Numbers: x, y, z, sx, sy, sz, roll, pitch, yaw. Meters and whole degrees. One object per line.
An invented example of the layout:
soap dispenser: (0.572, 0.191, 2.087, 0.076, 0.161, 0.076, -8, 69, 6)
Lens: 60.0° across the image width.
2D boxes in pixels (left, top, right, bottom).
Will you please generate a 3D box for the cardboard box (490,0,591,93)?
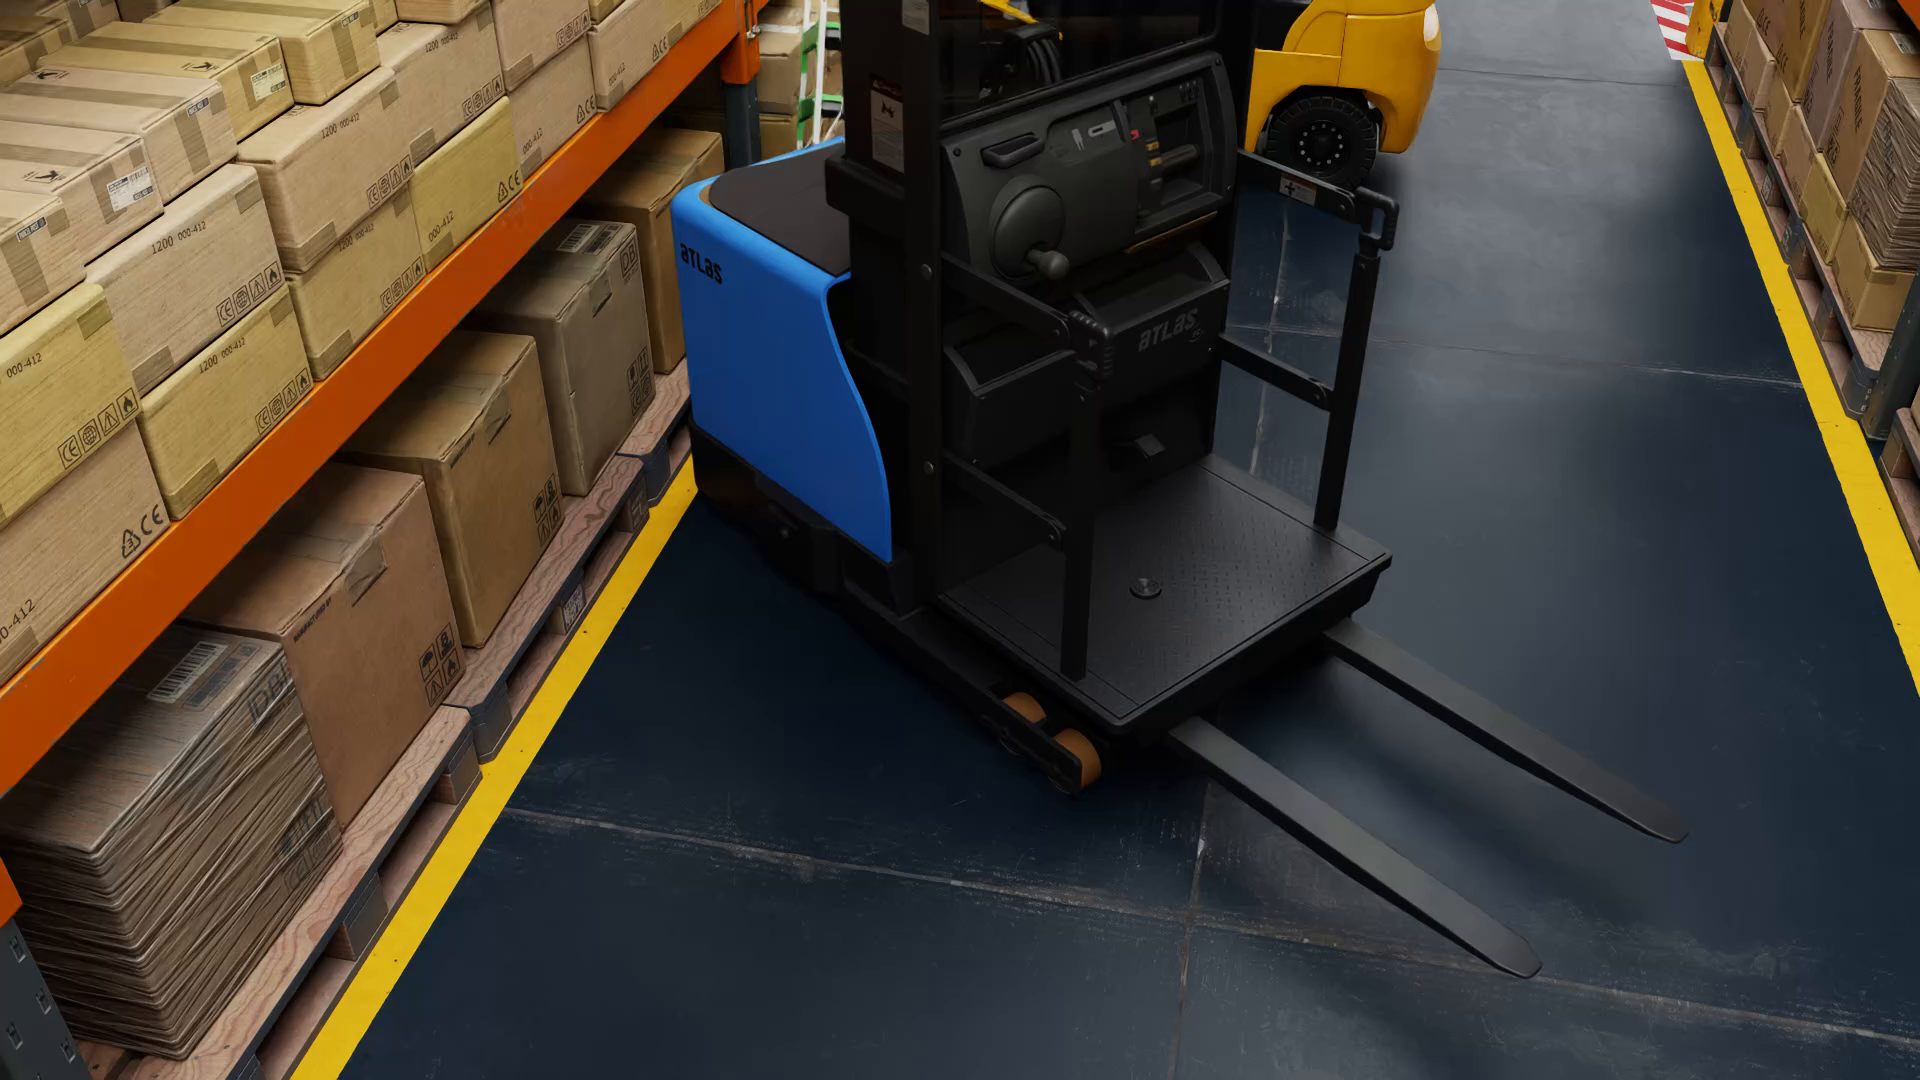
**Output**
cardboard box: (-1.302, -1.387, 4.310, 0.500, 0.250, 0.500, 8, 37, 11)

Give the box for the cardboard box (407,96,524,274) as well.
cardboard box: (-1.422, -0.898, 4.061, 0.500, 0.250, 0.500, 8, 37, 11)

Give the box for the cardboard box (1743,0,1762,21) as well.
cardboard box: (4.028, -2.739, 7.819, 0.500, 0.500, 0.500, 6, 36, 8)

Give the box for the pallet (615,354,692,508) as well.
pallet: (-1.349, -0.591, 5.885, 1.003, 0.211, 1.213, 7, 37, 10)

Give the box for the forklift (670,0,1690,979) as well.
forklift: (0.482, -0.864, 3.944, 1.130, 2.935, 3.031, -27, 44, -32)

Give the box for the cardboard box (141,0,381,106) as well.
cardboard box: (-1.463, -1.044, 3.497, 0.380, 0.149, 0.250, 8, 37, 11)

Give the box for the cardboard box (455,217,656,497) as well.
cardboard box: (-1.503, -0.611, 5.203, 0.875, 0.625, 0.625, 7, 37, 9)

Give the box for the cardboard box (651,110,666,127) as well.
cardboard box: (-1.326, -1.711, 6.614, 0.500, 0.250, 0.500, 7, 36, 9)

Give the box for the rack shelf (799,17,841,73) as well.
rack shelf: (-0.410, -1.730, 5.865, 0.258, 0.148, 0.480, 2, 11, -13)

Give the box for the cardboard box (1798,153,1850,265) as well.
cardboard box: (3.588, -1.263, 6.422, 0.500, 0.250, 0.500, 6, 36, 9)

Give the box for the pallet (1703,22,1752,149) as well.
pallet: (4.251, -2.186, 8.087, 1.003, 0.211, 1.213, 7, 37, 10)

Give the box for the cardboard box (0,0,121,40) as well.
cardboard box: (-2.063, -1.117, 3.597, 0.380, 0.149, 0.250, 7, 36, 9)

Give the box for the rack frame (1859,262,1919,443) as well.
rack frame: (3.621, -1.527, 4.801, 1.000, 3.000, 0.127, 7, 37, 10)

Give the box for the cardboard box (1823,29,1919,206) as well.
cardboard box: (3.592, -1.552, 6.182, 0.500, 0.500, 0.500, 8, 37, 11)

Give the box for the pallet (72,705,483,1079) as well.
pallet: (-1.870, 0.808, 3.955, 1.003, 0.211, 1.213, 7, 37, 10)

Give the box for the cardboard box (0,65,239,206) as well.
cardboard box: (-1.599, -0.758, 3.102, 0.380, 0.149, 0.250, 8, 37, 10)

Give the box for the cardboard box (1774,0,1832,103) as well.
cardboard box: (3.805, -2.152, 7.010, 0.500, 0.500, 0.500, 8, 37, 11)

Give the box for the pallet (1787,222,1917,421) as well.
pallet: (3.729, -0.787, 6.157, 1.003, 0.211, 1.213, 7, 37, 10)

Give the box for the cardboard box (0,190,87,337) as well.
cardboard box: (-1.672, -0.456, 2.685, 0.380, 0.149, 0.250, 8, 37, 11)

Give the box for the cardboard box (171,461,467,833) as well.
cardboard box: (-1.805, 0.206, 4.075, 0.875, 0.625, 0.625, 8, 37, 11)

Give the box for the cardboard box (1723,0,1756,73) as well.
cardboard box: (4.032, -2.449, 8.058, 0.500, 0.250, 0.500, 7, 37, 10)

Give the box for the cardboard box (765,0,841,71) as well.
cardboard box: (-0.700, -2.139, 6.778, 0.500, 0.250, 0.500, 7, 37, 10)

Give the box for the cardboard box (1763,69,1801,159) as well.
cardboard box: (3.812, -1.843, 7.222, 0.500, 0.250, 0.500, 10, 37, 13)

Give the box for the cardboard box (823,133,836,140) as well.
cardboard box: (-0.803, -1.440, 6.666, 0.500, 0.250, 0.500, 8, 37, 10)

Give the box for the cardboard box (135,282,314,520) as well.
cardboard box: (-1.638, -0.305, 3.242, 0.500, 0.250, 0.500, 7, 36, 9)

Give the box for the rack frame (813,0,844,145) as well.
rack frame: (-0.389, -1.275, 5.707, 0.240, 1.200, 0.015, 2, 11, -13)

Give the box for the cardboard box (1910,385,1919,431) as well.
cardboard box: (3.511, -0.332, 5.034, 0.950, 0.372, 0.625, 8, 37, 11)

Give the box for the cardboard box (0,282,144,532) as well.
cardboard box: (-1.726, -0.216, 2.694, 0.500, 0.250, 0.500, 7, 37, 10)

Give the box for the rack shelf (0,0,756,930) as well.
rack shelf: (-1.657, -0.709, 4.286, 1.077, 0.370, 4.000, 7, 37, 10)

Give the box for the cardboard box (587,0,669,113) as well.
cardboard box: (-1.183, -1.476, 4.858, 0.500, 0.250, 0.500, 7, 37, 10)

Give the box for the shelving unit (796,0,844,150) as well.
shelving unit: (-0.439, -1.322, 5.941, 0.258, 1.200, 0.503, 2, 11, -13)

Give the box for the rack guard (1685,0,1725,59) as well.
rack guard: (4.459, -2.765, 8.638, 1.175, 0.500, 0.348, 7, 37, 10)

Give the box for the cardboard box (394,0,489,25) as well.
cardboard box: (-1.310, -1.329, 3.889, 0.380, 0.149, 0.250, 6, 36, 9)

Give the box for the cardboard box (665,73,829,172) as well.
cardboard box: (-0.825, -1.645, 6.523, 0.500, 0.250, 0.500, 7, 37, 10)

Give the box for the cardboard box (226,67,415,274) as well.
cardboard box: (-1.513, -0.804, 3.505, 0.500, 0.250, 0.500, 6, 36, 9)
